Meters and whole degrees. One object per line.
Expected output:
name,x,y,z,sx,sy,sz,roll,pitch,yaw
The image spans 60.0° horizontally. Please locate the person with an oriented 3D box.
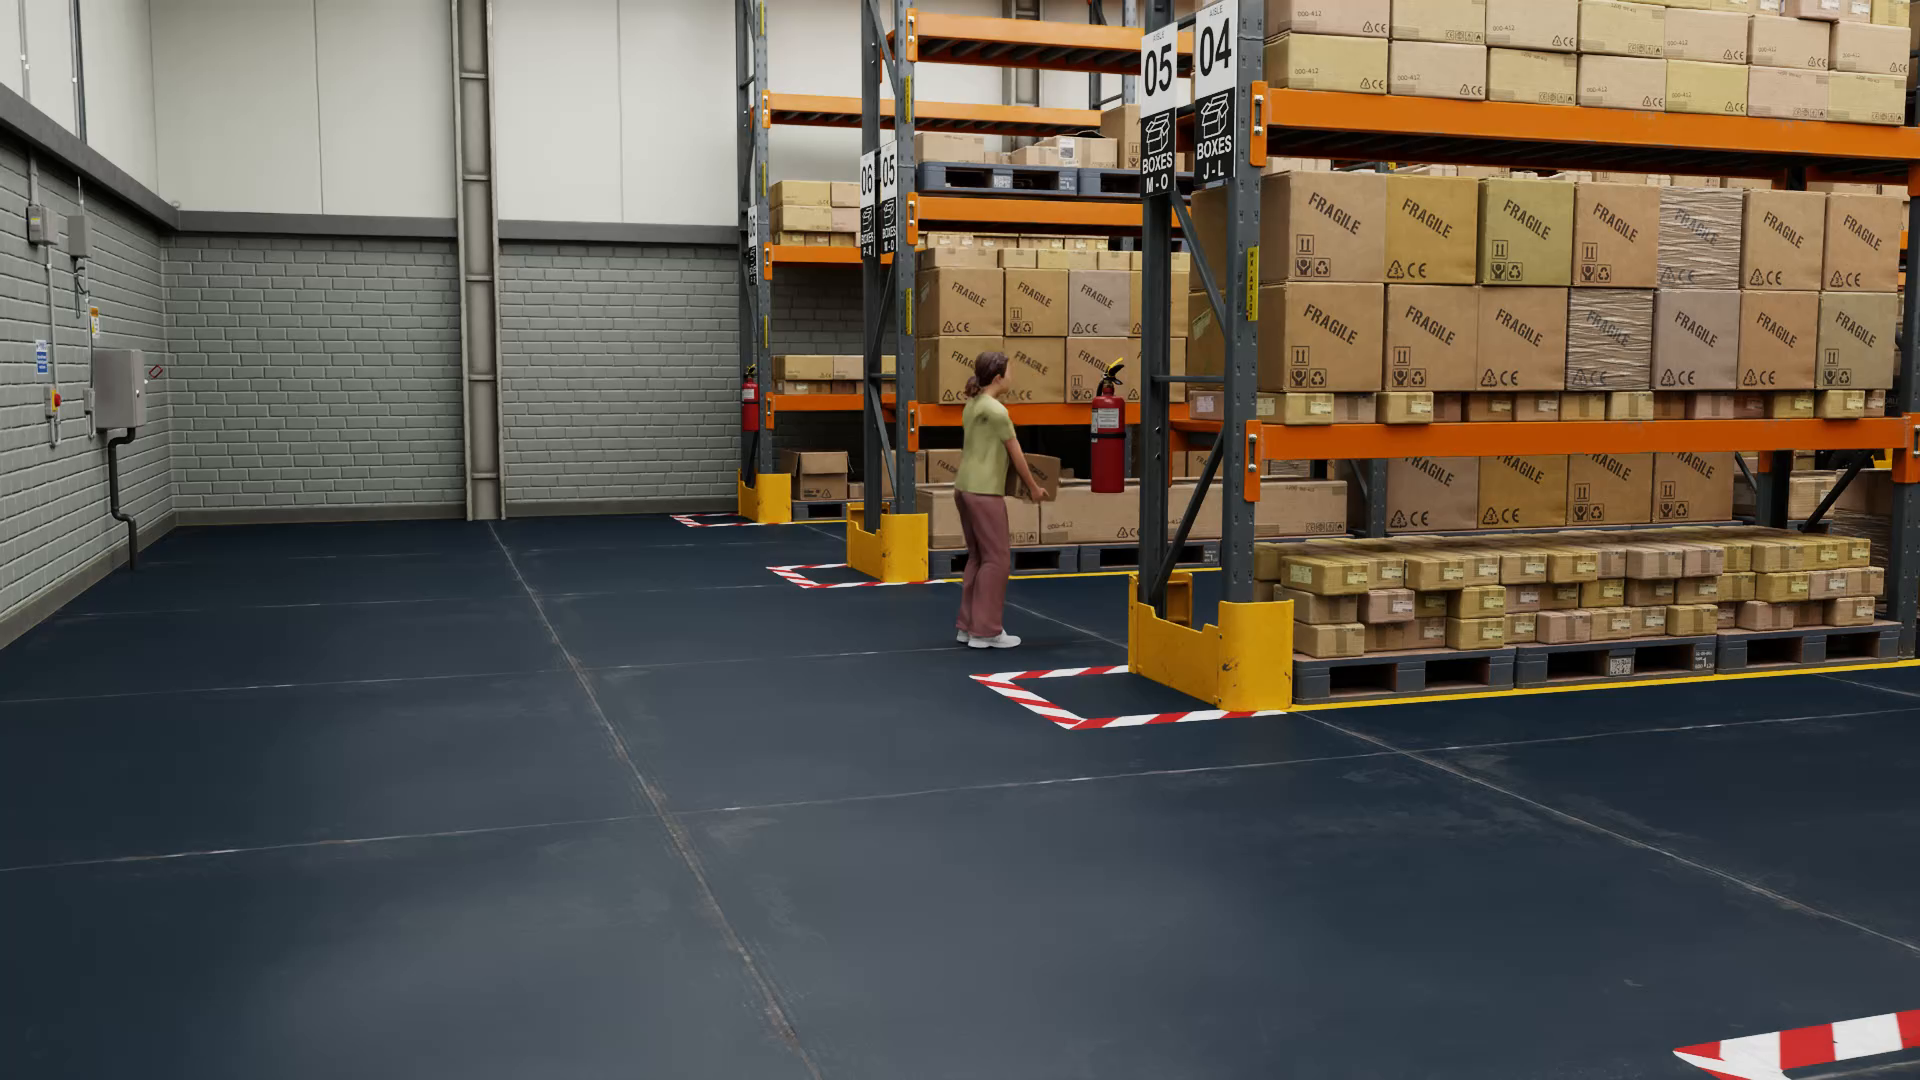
person,0.222,-0.235,9.413,0.506,1.665,0.408,-2,6,-20
